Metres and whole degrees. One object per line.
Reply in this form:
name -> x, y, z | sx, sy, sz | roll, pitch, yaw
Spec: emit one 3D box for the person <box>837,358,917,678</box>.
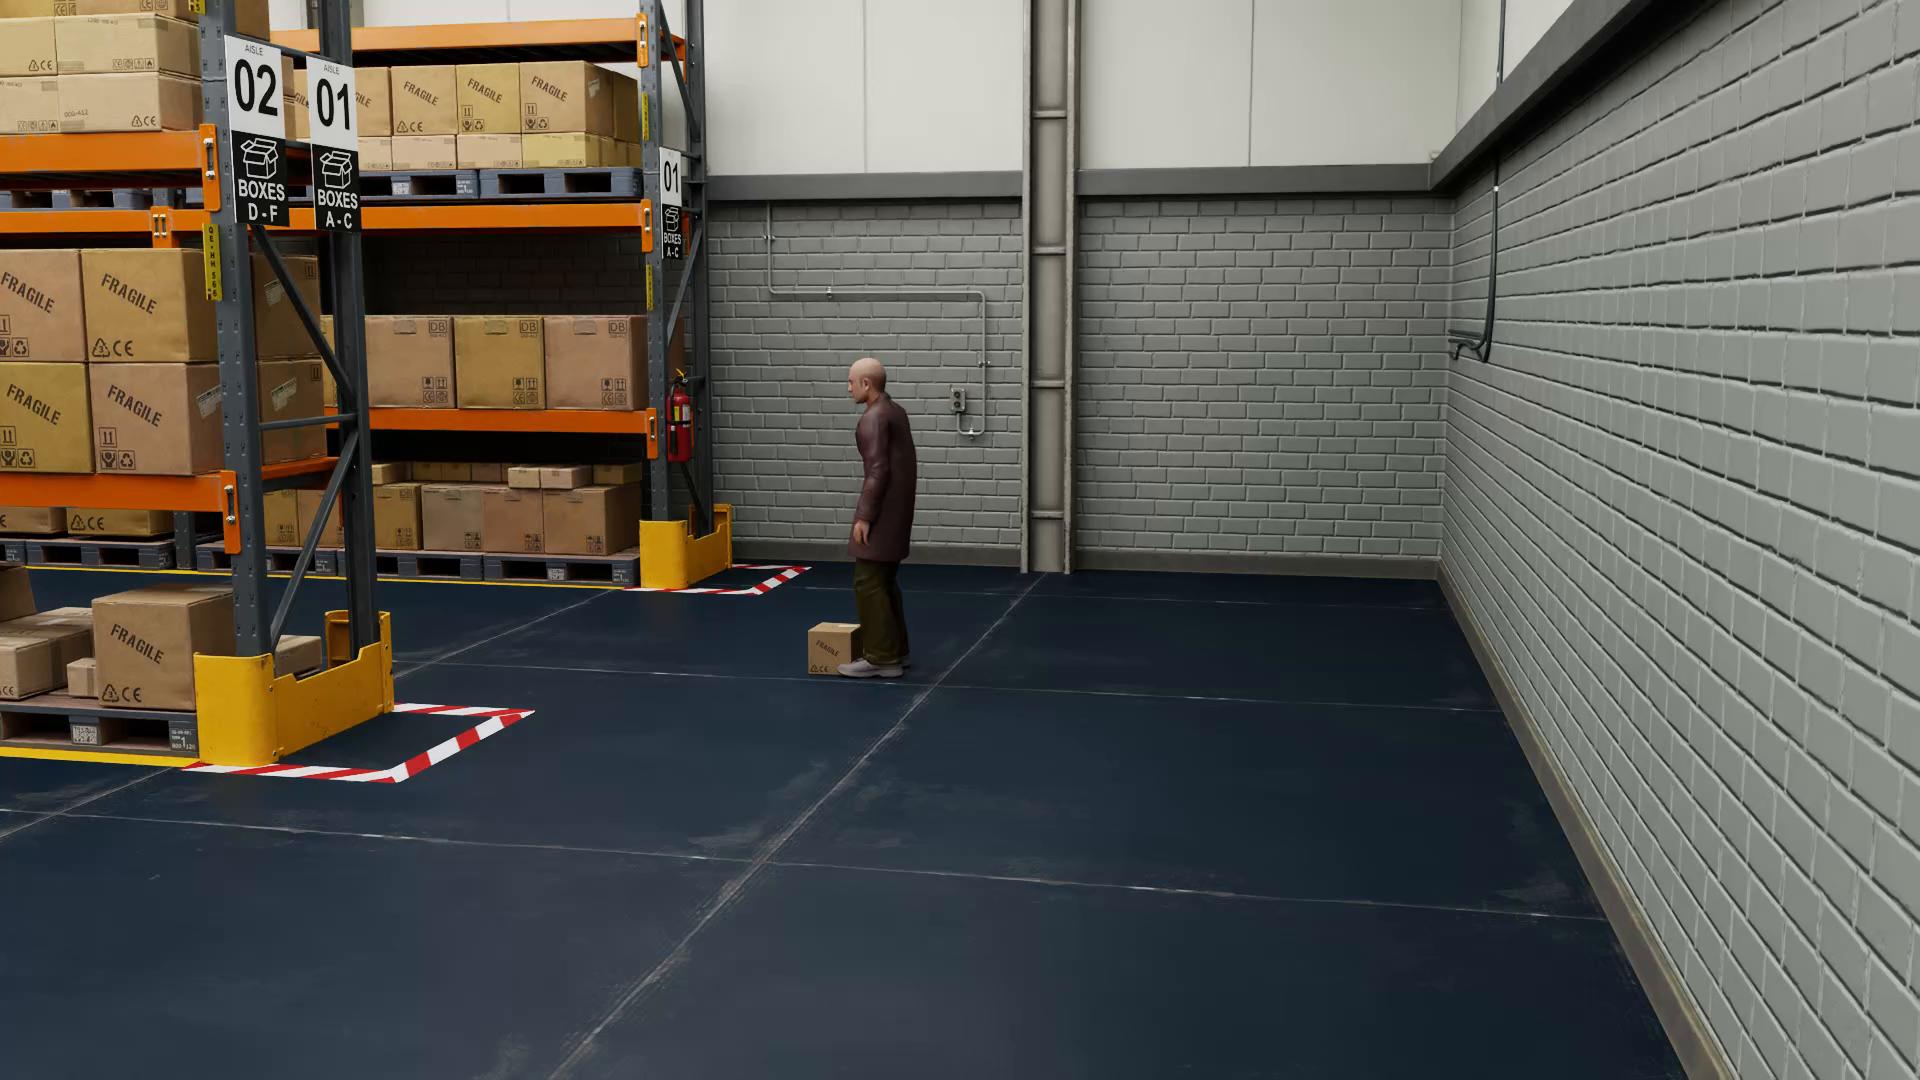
person -> -0.457, -0.074, 9.330 | 0.427, 1.658, 0.640 | 1, 8, 11
